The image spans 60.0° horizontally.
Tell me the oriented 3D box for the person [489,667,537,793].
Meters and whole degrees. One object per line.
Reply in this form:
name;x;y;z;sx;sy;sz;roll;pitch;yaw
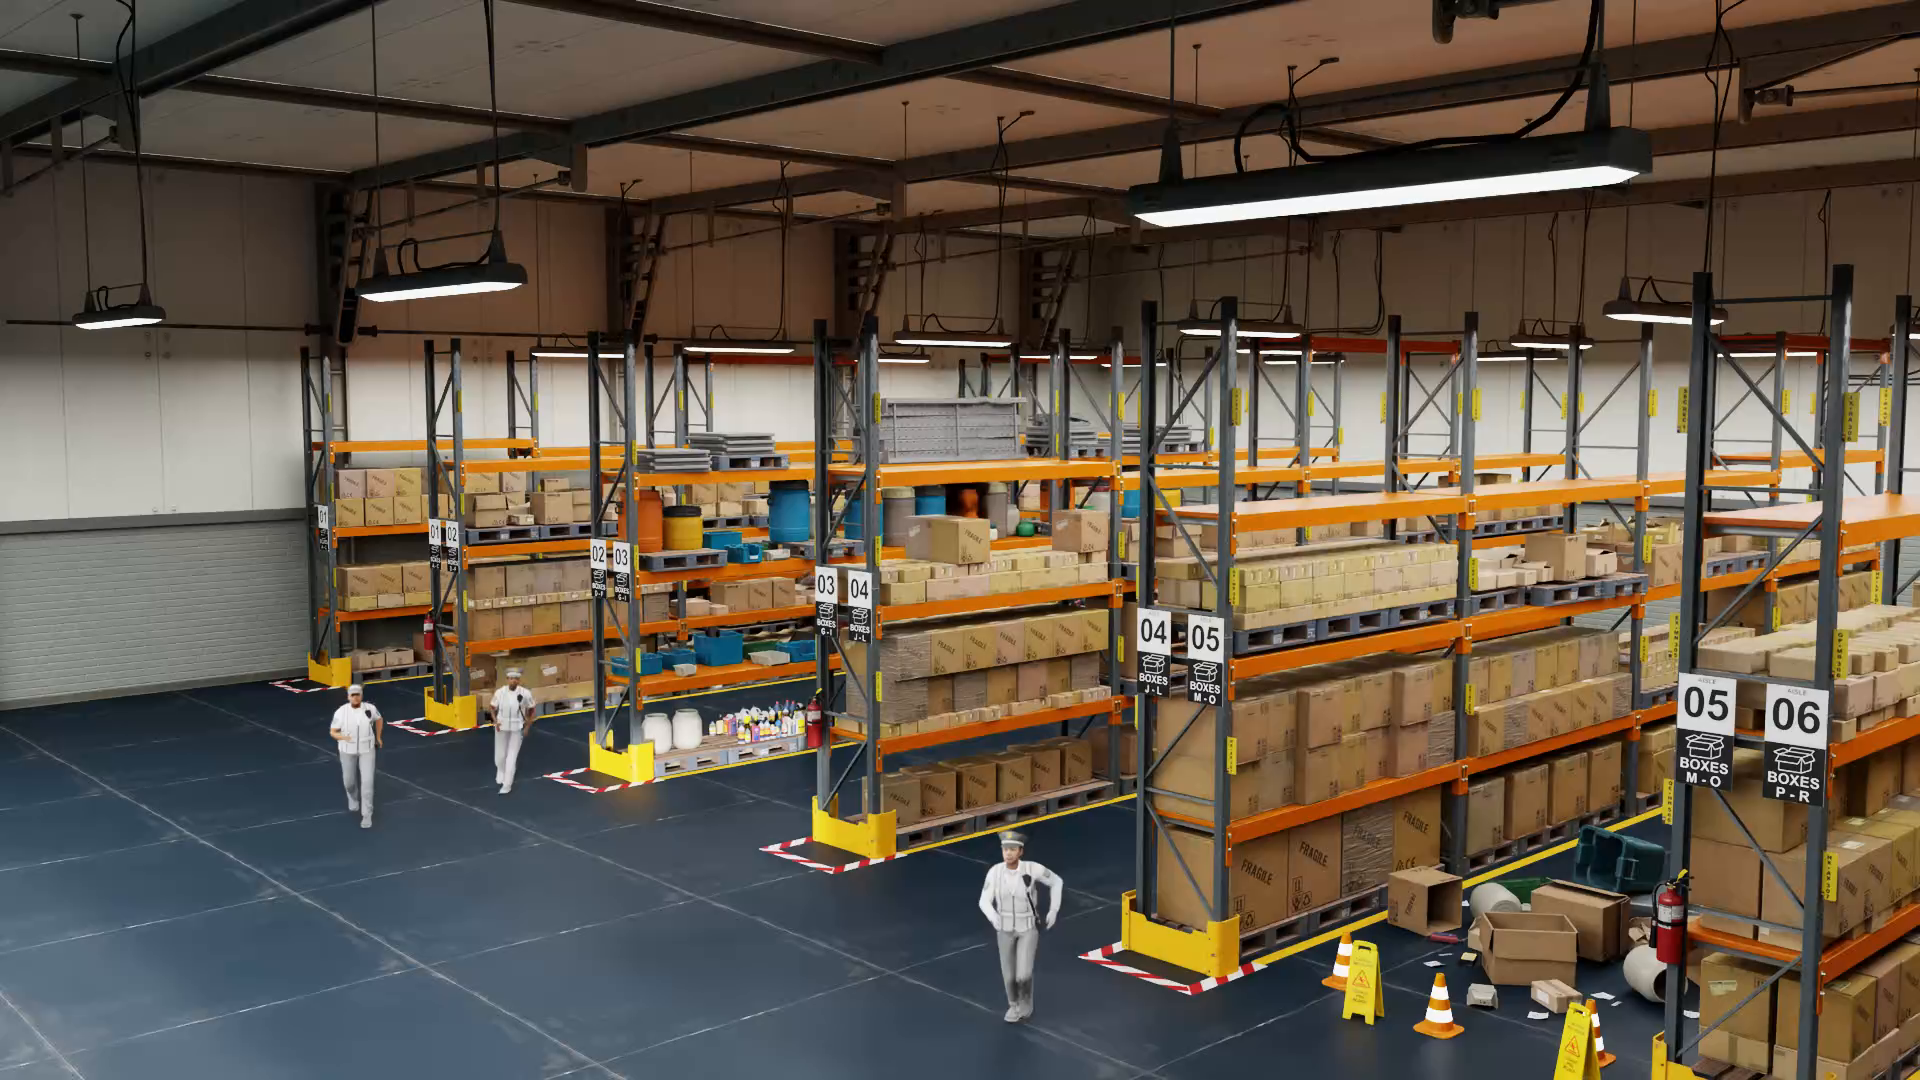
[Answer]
person;-5.814;2.445;21.656;0.604;1.639;0.528;-1;5;-8

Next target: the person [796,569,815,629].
person;-3.008;1.385;32.859;0.865;1.846;0.677;-4;7;-41

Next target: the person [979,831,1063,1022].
person;0.476;3.151;13.441;0.634;1.651;0.729;1;5;15

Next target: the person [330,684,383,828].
person;-7.255;2.557;20.040;0.606;1.662;0.943;-2;5;-21
